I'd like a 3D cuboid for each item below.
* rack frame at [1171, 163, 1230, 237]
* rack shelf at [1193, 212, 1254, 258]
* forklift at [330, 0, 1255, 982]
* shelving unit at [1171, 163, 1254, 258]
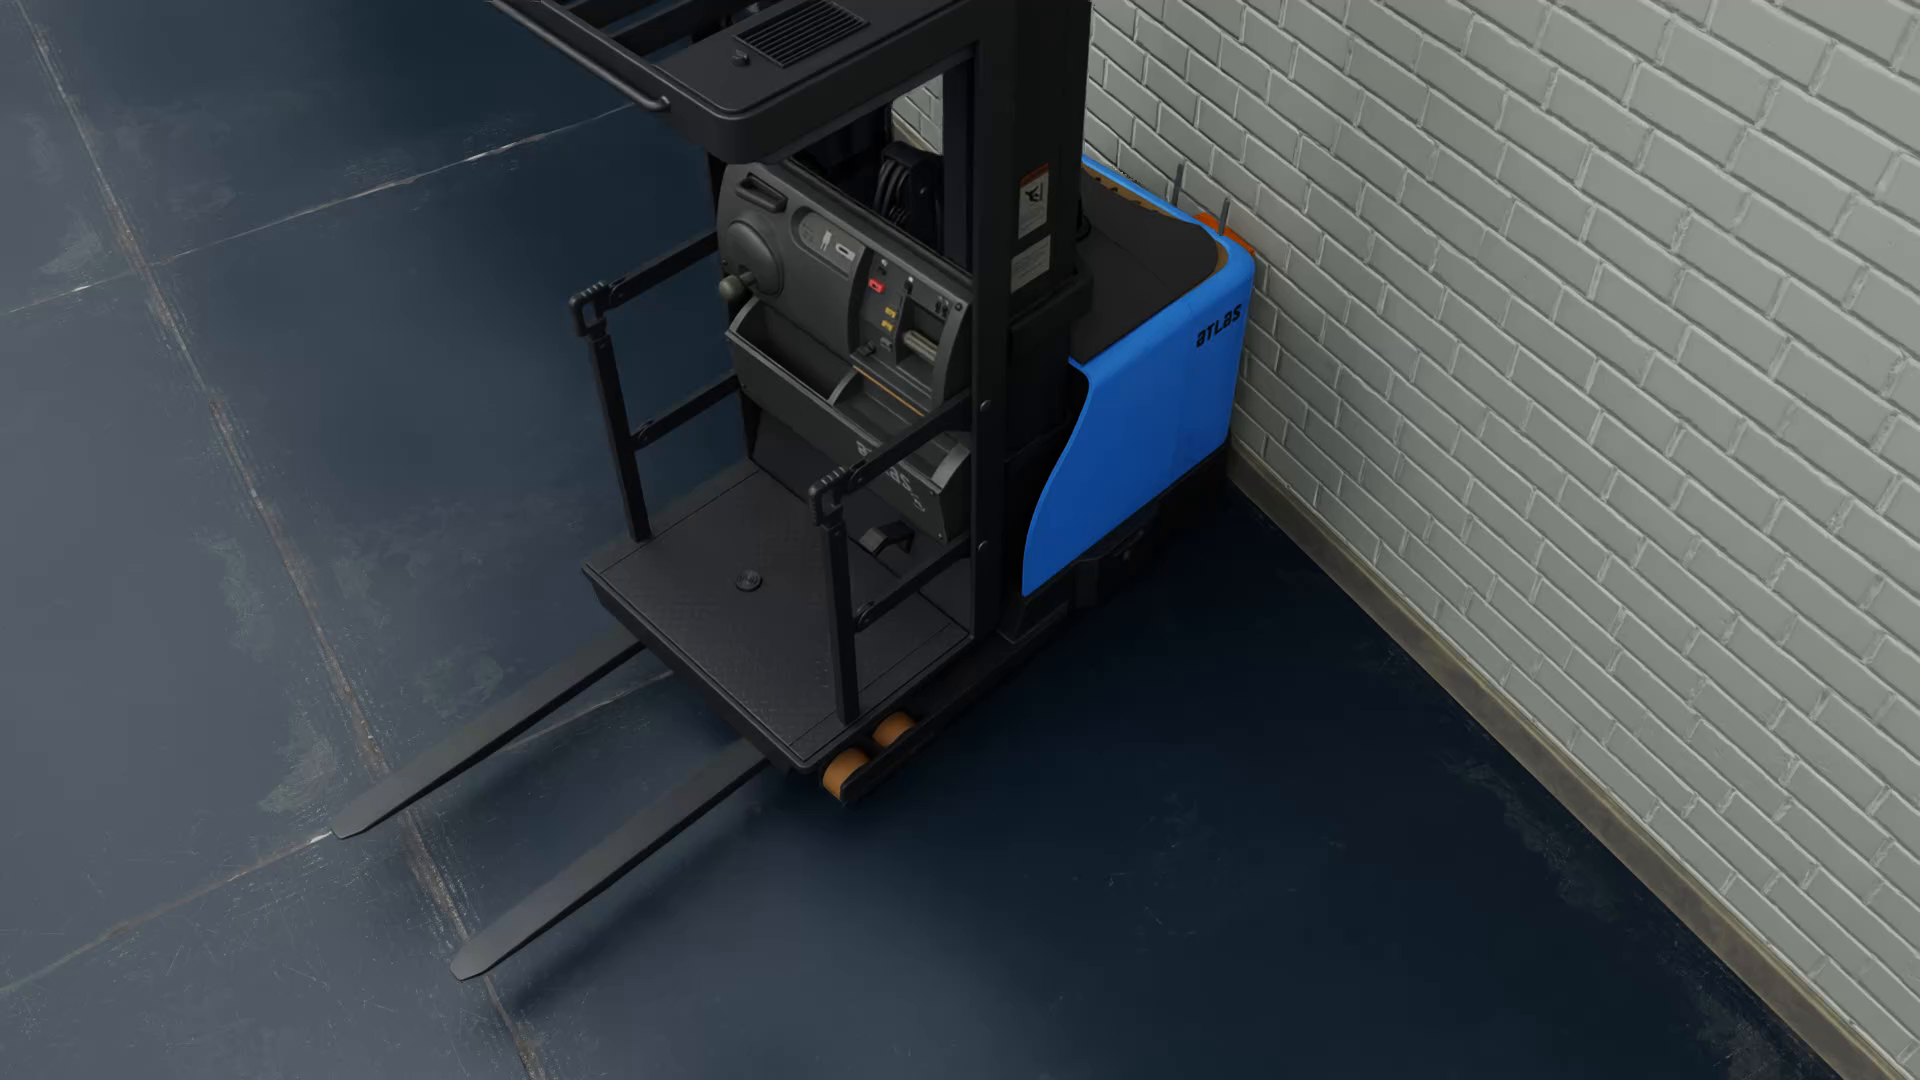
[{"bbox_3d":[0.716,-0.689,5.555,0.006,1.200,0.240,-25,53,-25],"label":"rack frame"},{"bbox_3d":[0.810,-0.941,5.366,0.180,0.103,0.258,-25,53,-25],"label":"rack shelf"},{"bbox_3d":[-0.479,-0.624,4.343,3.031,2.935,1.130,-36,58,-28],"label":"forklift"},{"bbox_3d":[0.791,-0.724,5.594,0.189,1.200,0.258,-25,53,-25],"label":"shelving unit"}]
